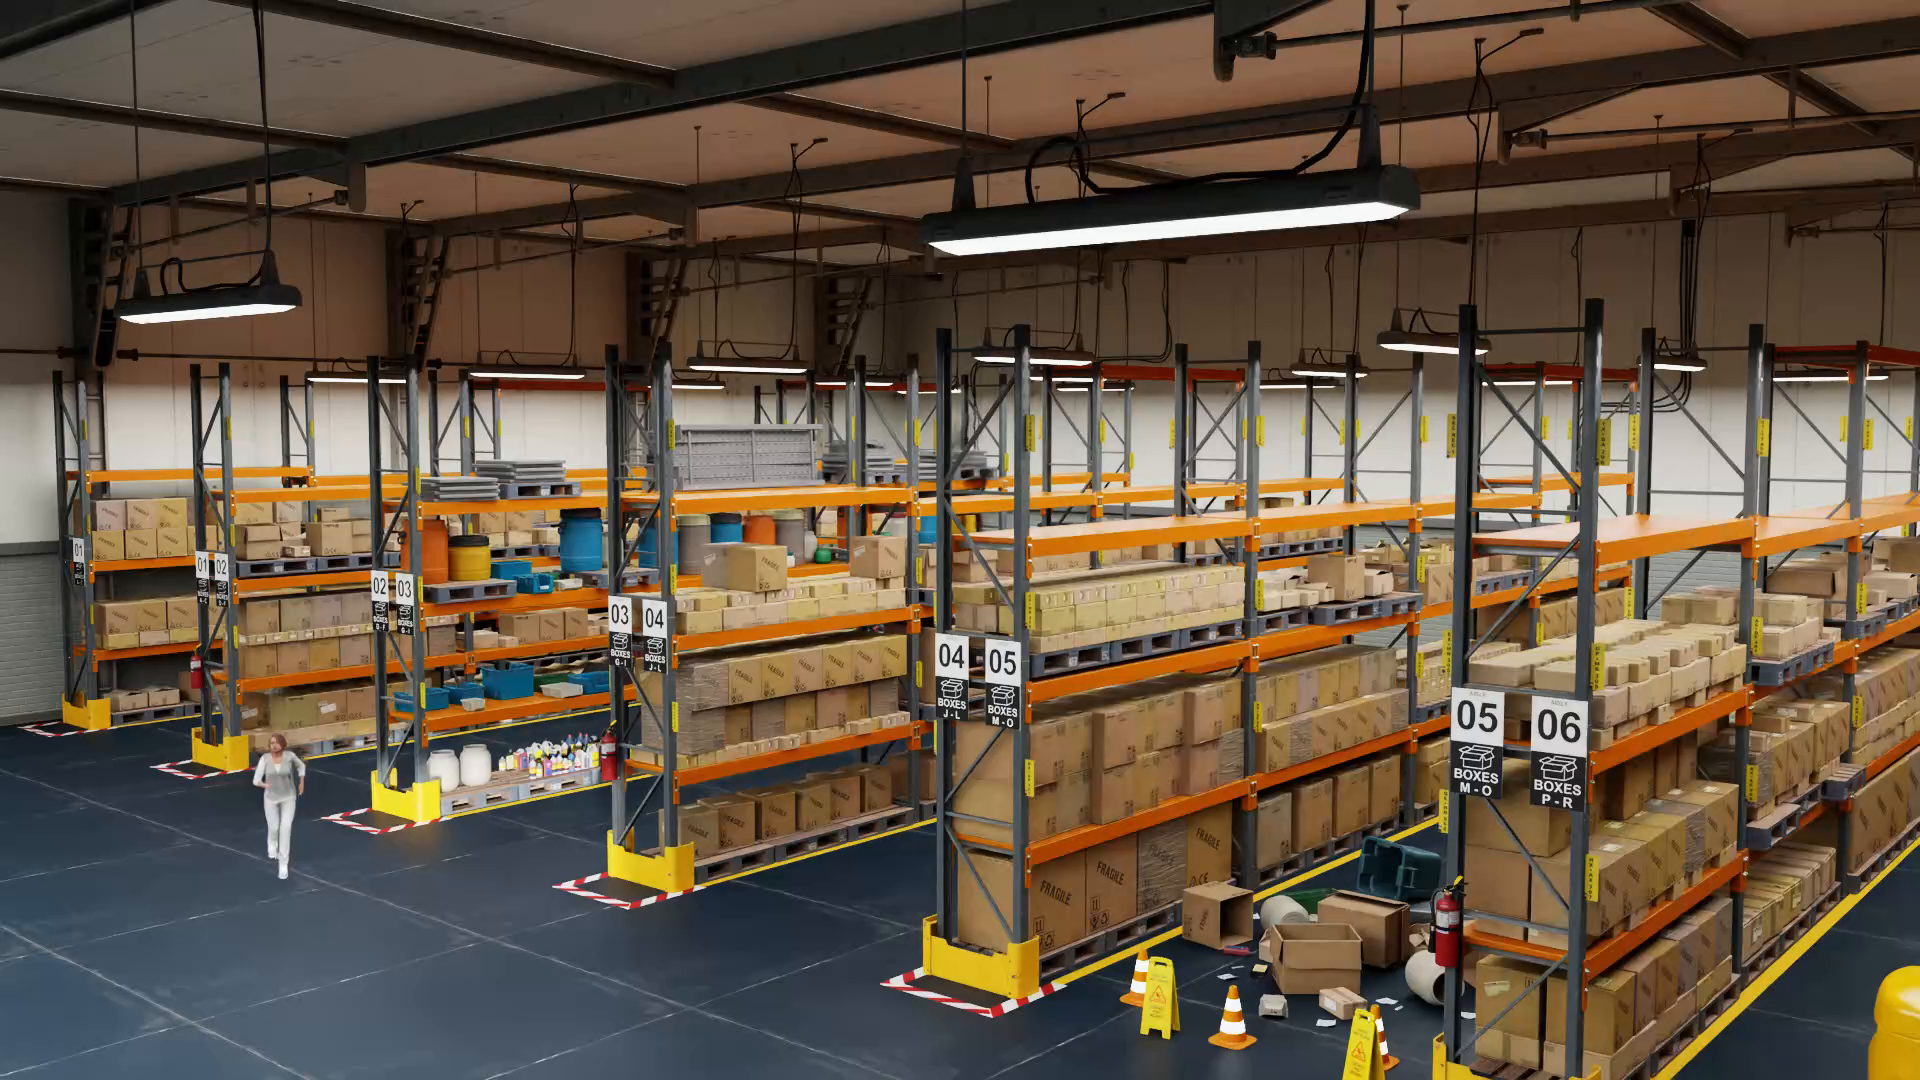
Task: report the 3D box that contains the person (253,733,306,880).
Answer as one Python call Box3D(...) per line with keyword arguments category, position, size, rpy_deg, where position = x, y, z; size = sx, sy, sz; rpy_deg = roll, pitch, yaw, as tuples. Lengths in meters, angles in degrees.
Box3D(category="person", position=(-7.780, 3.000, 19.036), size=(0.550, 1.598, 0.858), rpy_deg=(-1, 4, -18))

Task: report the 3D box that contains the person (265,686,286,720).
Box3D(category="person", position=(-11.171, 2.297, 27.303), size=(0.718, 1.759, 0.900), rpy_deg=(3, 5, 36))

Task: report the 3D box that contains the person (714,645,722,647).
Box3D(category="person", position=(-4.331, 2.152, 28.815), size=(0.560, 1.662, 0.960), rpy_deg=(3, 5, 33))
